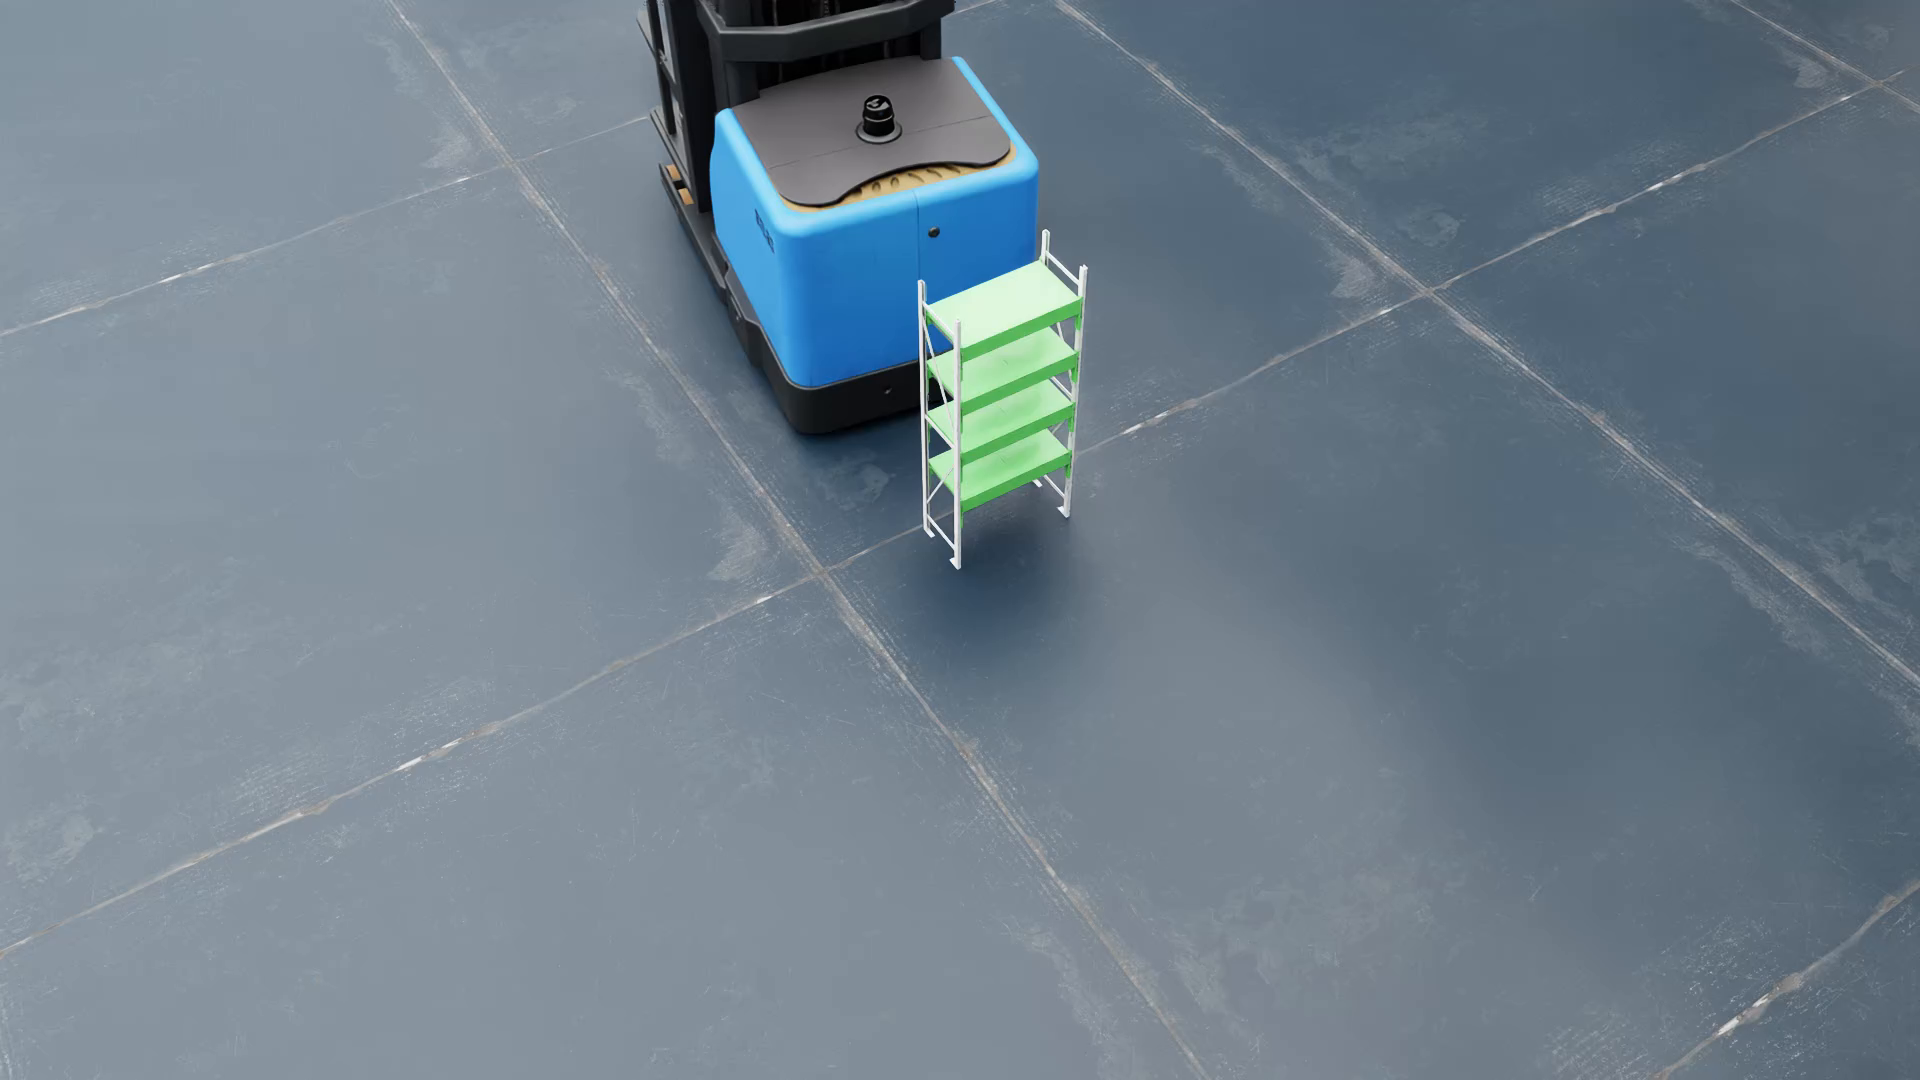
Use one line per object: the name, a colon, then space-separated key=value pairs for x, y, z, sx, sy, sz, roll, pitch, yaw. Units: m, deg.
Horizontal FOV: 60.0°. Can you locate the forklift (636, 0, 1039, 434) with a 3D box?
forklift: x=-0.724 y=-2.512 z=6.524 sx=1.130 sy=2.935 sz=3.031 roll=-17 pitch=51 yaw=-15

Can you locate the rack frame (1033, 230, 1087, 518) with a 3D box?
rack frame: x=0.346 y=-0.562 z=5.947 sx=0.015 sy=1.200 sz=0.240 roll=-25 pitch=53 yaw=-21

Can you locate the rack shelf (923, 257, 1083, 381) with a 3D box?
rack shelf: x=0.140 y=-0.742 z=5.550 sx=0.480 sy=0.148 sz=0.258 roll=-25 pitch=53 yaw=-21

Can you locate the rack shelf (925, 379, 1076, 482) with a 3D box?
rack shelf: x=0.140 y=-0.422 z=5.908 sx=0.480 sy=0.148 sz=0.258 roll=-25 pitch=53 yaw=-21

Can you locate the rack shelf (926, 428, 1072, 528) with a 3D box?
rack shelf: x=0.140 y=-0.263 z=6.088 sx=0.480 sy=0.148 sz=0.258 roll=-25 pitch=53 yaw=-21

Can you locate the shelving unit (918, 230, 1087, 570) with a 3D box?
shelving unit: x=0.140 y=-0.465 z=5.861 sx=0.503 sy=1.200 sz=0.258 roll=-25 pitch=53 yaw=-21

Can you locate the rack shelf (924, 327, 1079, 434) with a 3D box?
rack shelf: x=0.140 y=-0.582 z=5.729 sx=0.480 sy=0.148 sz=0.258 roll=-25 pitch=53 yaw=-21

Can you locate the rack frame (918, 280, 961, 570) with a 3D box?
rack frame: x=-0.066 y=-0.368 z=5.774 sx=0.015 sy=1.200 sz=0.240 roll=-25 pitch=53 yaw=-21
